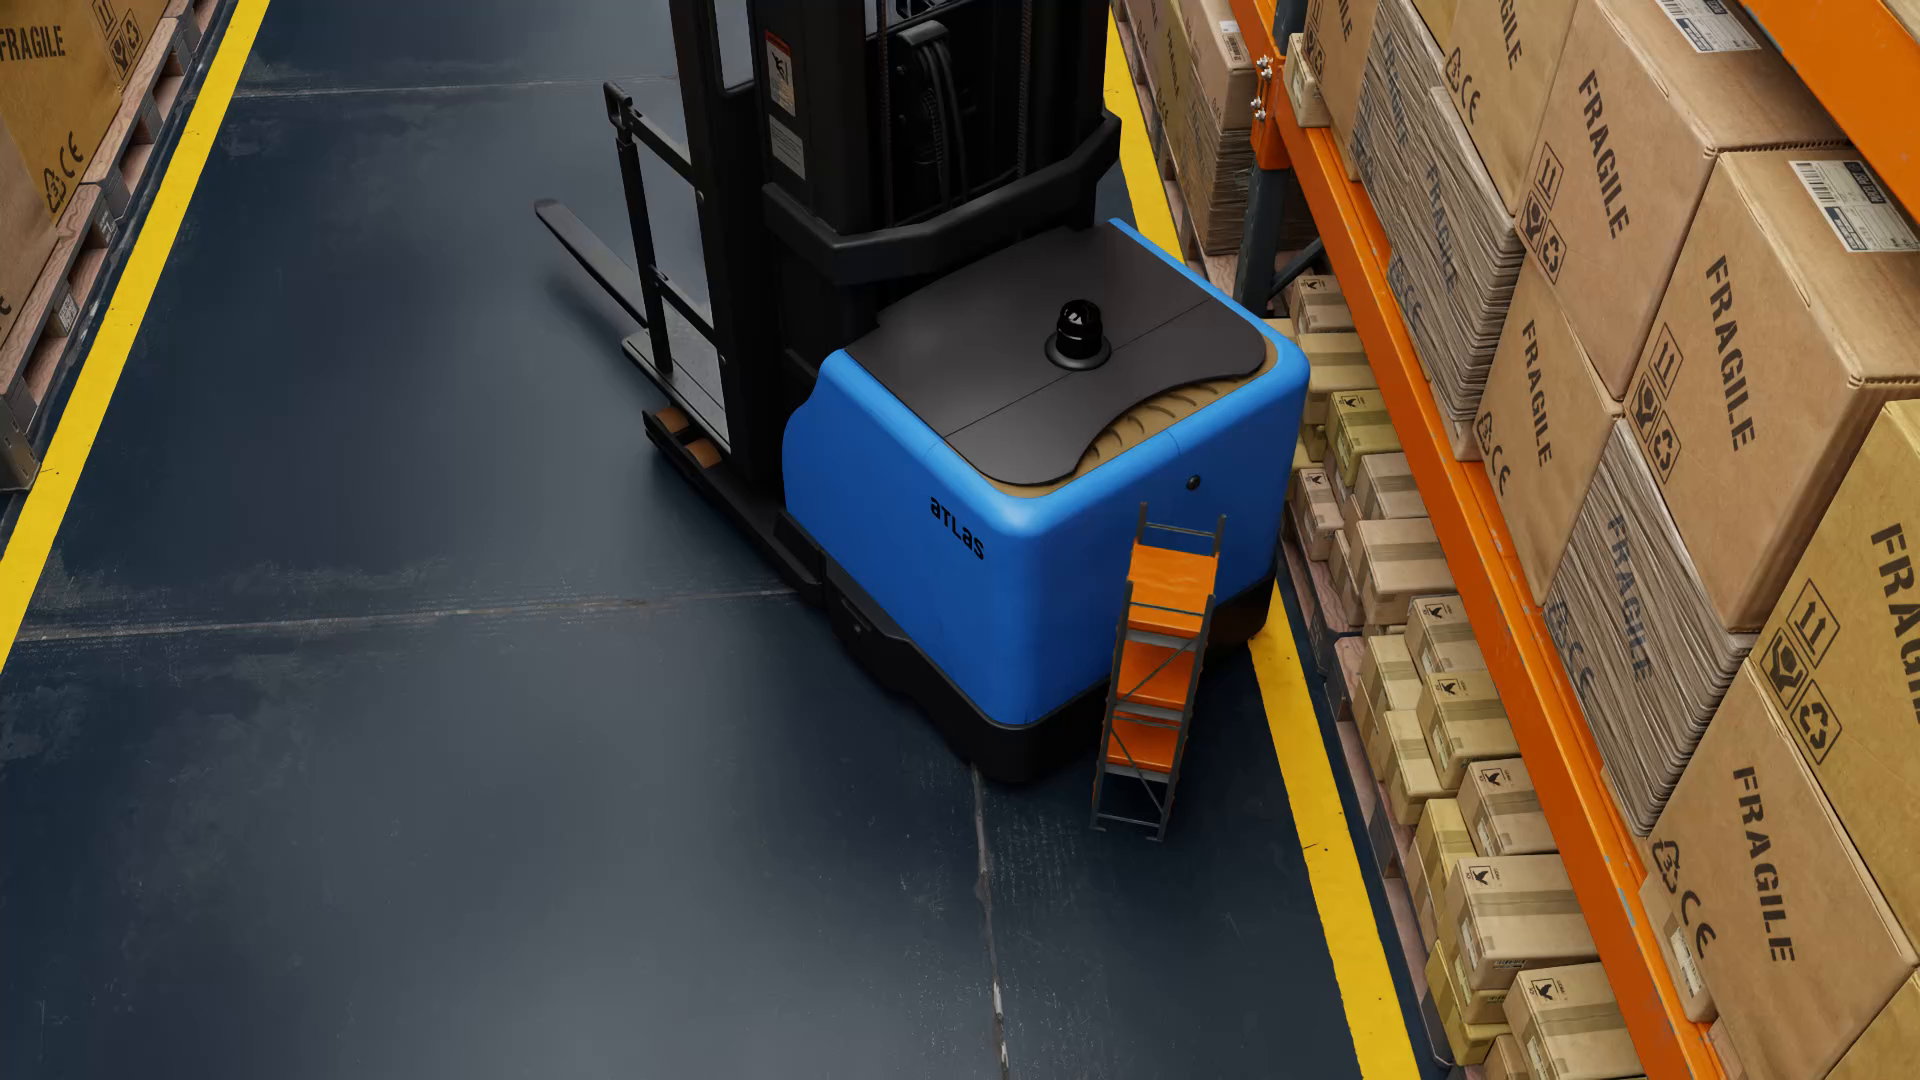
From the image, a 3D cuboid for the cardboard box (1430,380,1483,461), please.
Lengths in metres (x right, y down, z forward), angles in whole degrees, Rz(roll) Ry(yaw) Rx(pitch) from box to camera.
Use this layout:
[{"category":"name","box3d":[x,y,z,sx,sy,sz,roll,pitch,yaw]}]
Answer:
[{"category":"cardboard box","box3d":[1.262,-0.314,3.654,0.380,0.149,0.250,-2,47,-2]}]

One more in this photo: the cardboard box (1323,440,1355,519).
[{"category":"cardboard box","box3d":[1.284,-0.208,4.850,0.380,0.149,0.250,-4,47,-4]}]

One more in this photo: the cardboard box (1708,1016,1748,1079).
[{"category":"cardboard box","box3d":[1.412,0.824,2.576,0.380,0.149,0.250,-4,47,-4]}]

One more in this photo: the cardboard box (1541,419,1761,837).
[{"category":"cardboard box","box3d":[1.356,0.134,2.783,0.500,0.500,0.500,-3,47,-3]}]

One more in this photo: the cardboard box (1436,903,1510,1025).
[{"category":"cardboard box","box3d":[1.310,0.939,3.765,0.380,0.149,0.250,-3,47,-3]}]

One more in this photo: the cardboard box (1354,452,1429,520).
[{"category":"cardboard box","box3d":[1.307,-0.111,4.554,0.380,0.149,0.250,-5,47,-4]}]

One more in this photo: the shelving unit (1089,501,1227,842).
[{"category":"shelving unit","box3d":[0.483,0.362,4.173,0.215,1.050,0.252,10,50,7]}]

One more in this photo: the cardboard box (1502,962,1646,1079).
[{"category":"cardboard box","box3d":[1.373,1.027,3.476,0.380,0.149,0.250,-5,47,-5]}]

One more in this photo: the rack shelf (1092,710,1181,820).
[{"category":"rack shelf","box3d":[0.477,0.551,4.391,0.215,0.259,0.240,10,50,7]}]

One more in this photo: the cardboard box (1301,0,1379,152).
[{"category":"cardboard box","box3d":[1.196,-1.338,4.177,0.500,0.500,0.500,-4,47,-4]}]

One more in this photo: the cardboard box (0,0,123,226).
[{"category":"cardboard box","box3d":[-3.734,-1.711,5.979,0.875,0.875,0.875,-2,47,-2]}]

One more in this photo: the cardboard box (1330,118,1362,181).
[{"category":"cardboard box","box3d":[1.199,-1.081,4.381,0.380,0.149,0.250,-2,47,-2]}]

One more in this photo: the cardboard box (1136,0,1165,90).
[{"category":"cardboard box","box3d":[1.011,-2.122,6.627,0.500,0.500,0.500,-4,47,-4]}]

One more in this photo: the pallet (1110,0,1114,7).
[{"category":"pallet","box3d":[1.135,-2.944,7.893,1.003,0.211,1.213,-3,47,-3]}]

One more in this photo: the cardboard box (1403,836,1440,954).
[{"category":"cardboard box","box3d":[1.309,0.853,4.050,0.380,0.149,0.250,-3,47,-3]}]

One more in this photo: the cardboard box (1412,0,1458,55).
[{"category":"cardboard box","box3d":[1.259,-1.340,3.491,0.500,0.500,0.500,-5,47,-4]}]

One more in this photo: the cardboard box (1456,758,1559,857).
[{"category":"cardboard box","box3d":[1.383,0.638,3.844,0.380,0.149,0.250,-5,47,-5]}]

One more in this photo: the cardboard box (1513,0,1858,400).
[{"category":"cardboard box","box3d":[1.312,-0.602,2.792,0.500,0.500,0.500,-5,47,-5]}]

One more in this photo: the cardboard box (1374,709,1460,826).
[{"category":"cardboard box","box3d":[1.257,0.554,4.128,0.380,0.149,0.250,-3,47,-3]}]

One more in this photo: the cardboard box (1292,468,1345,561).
[{"category":"cardboard box","box3d":[1.211,-0.087,4.940,0.380,0.149,0.250,-4,47,-3]}]

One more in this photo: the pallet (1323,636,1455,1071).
[{"category":"pallet","box3d":[1.602,0.753,4.392,1.003,0.211,1.213,-3,47,-3]}]

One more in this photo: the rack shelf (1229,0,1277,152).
[{"category":"rack shelf","box3d":[1.238,-2.774,6.307,1.077,0.370,4.000,-3,47,-3]}]

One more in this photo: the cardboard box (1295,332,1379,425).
[{"category":"cardboard box","box3d":[1.192,-0.479,4.902,0.380,0.149,0.250,-1,47,-1]}]

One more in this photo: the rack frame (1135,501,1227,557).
[{"category":"rack frame","box3d":[0.508,0.272,4.252,0.200,1.050,0.008,10,50,7]}]

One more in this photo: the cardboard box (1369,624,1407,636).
[{"category":"cardboard box","box3d":[1.303,0.188,4.475,0.380,0.149,0.250,-2,47,-1]}]

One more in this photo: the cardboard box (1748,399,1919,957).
[{"category":"cardboard box","box3d":[1.412,0.156,2.074,0.500,0.500,0.500,-5,47,-5]}]

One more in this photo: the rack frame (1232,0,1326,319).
[{"category":"rack frame","box3d":[1.405,-1.575,4.675,1.000,3.000,0.127,-3,47,-3]}]

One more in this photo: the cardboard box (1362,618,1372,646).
[{"category":"cardboard box","box3d":[1.339,0.286,4.587,0.380,0.149,0.250,-5,47,-5]}]

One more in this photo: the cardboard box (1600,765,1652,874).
[{"category":"cardboard box","box3d":[1.375,0.449,2.932,0.380,0.149,0.250,-5,47,-5]}]

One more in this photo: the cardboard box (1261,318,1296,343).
[{"category":"cardboard box","box3d":[1.117,-0.559,5.183,0.380,0.149,0.250,-2,47,-1]}]

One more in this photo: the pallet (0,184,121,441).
[{"category":"pallet","box3d":[-3.658,-0.796,5.858,1.003,0.211,1.213,-3,47,-3]}]

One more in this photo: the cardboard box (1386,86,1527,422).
[{"category":"cardboard box","box3d":[1.251,-0.614,3.491,0.500,0.500,0.500,-4,47,-4]}]

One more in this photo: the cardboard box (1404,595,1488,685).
[{"category":"cardboard box","box3d":[1.352,0.270,4.193,0.380,0.149,0.250,-5,47,-5]}]

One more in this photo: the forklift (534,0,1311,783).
[{"category":"forklift","box3d":[-0.382,-1.370,4.529,1.130,2.935,3.031,-29,53,-25]}]

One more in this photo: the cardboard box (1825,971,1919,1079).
[{"category":"cardboard box","box3d":[1.446,0.873,2.083,0.500,0.500,0.500,-3,47,-2]}]

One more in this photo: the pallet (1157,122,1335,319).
[{"category":"pallet","box3d":[1.339,-1.179,6.221,1.003,0.211,1.213,-3,47,-3]}]

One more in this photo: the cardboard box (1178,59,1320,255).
[{"category":"cardboard box","box3d":[1.092,-1.380,5.923,0.500,0.500,0.500,-4,47,-4]}]

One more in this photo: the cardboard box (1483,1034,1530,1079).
[{"category":"cardboard box","box3d":[1.396,1.233,3.691,0.380,0.149,0.250,-3,47,-3]}]

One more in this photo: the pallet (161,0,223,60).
[{"category":"pallet","box3d":[-3.863,-2.561,7.530,1.003,0.211,1.213,-3,47,-3]}]

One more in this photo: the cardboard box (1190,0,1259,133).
[{"category":"cardboard box","box3d":[1.091,-1.641,5.654,0.500,0.250,0.500,-5,47,-4]}]
